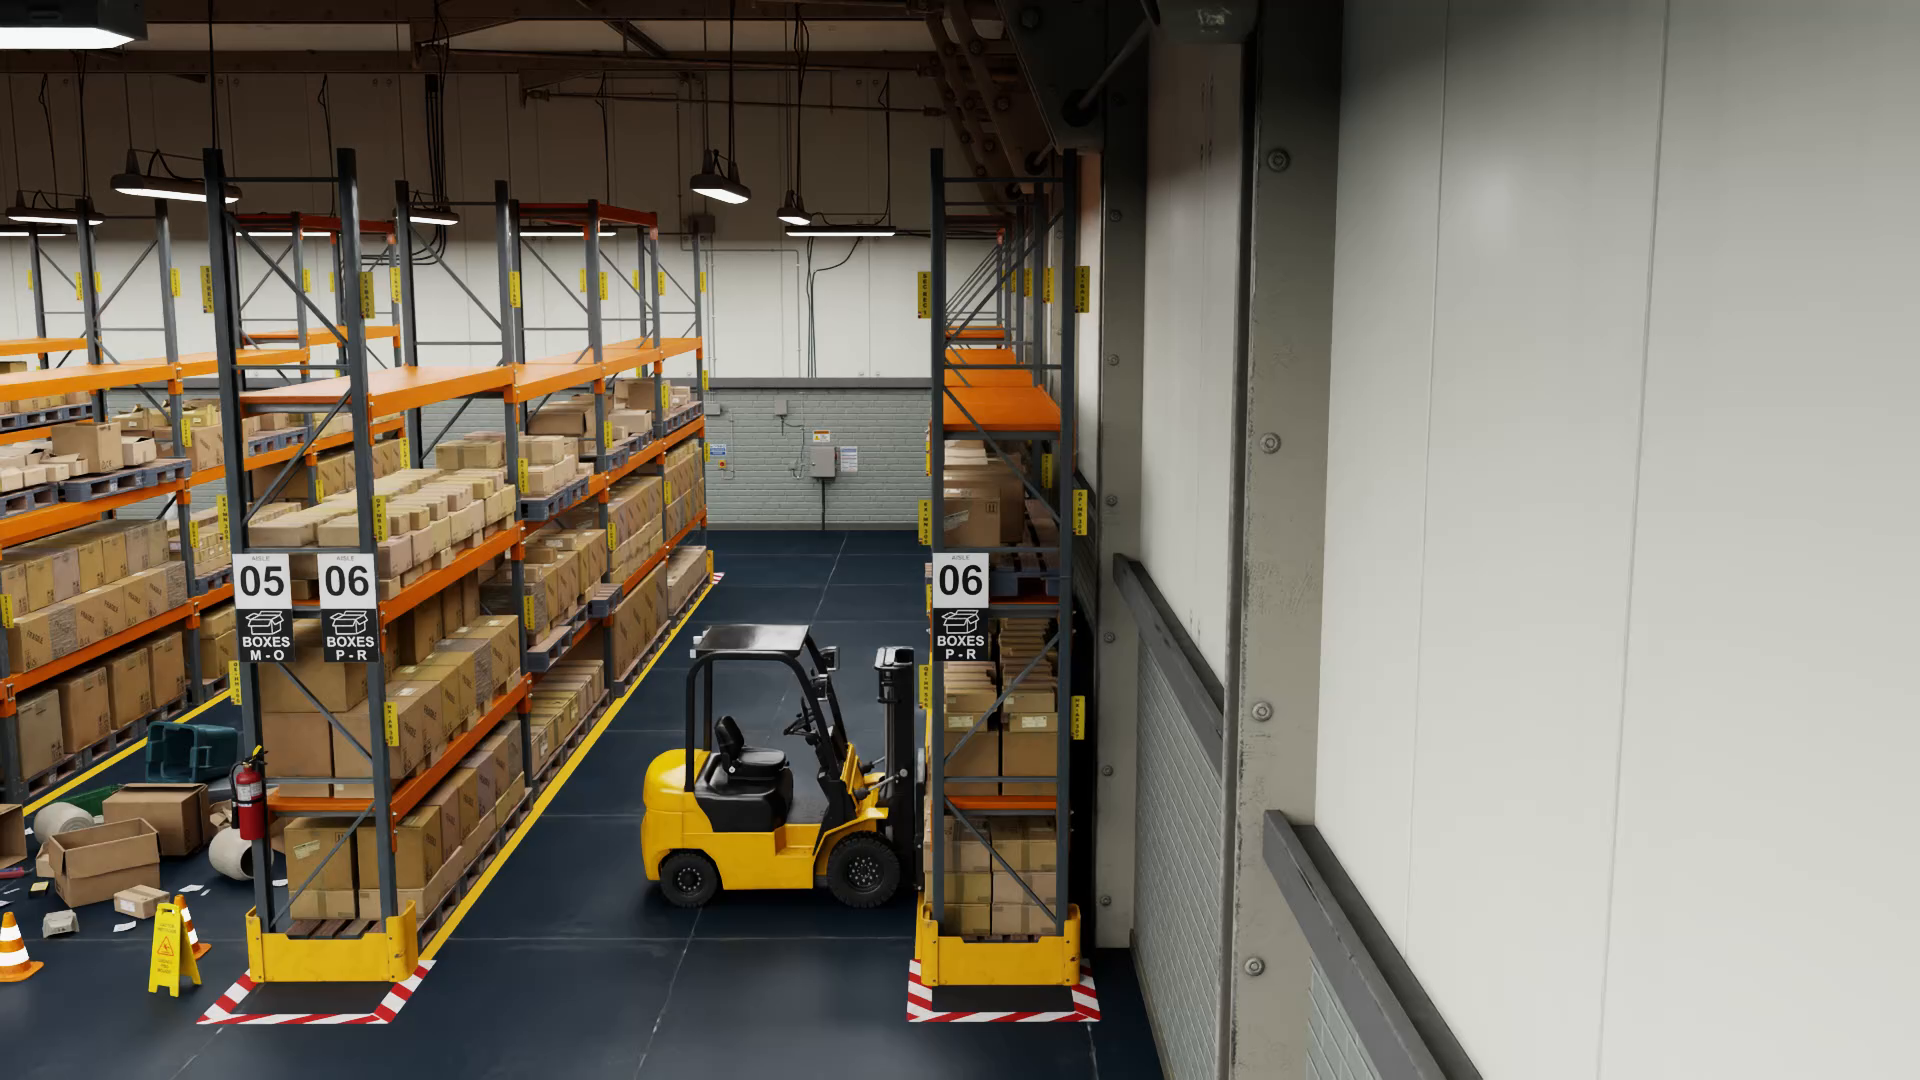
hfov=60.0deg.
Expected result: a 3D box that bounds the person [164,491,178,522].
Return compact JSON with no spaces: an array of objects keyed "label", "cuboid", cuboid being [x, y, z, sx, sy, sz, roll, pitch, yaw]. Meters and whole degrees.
[{"label":"person","cuboid":[-14.675,-0.672,31.070,0.983,1.752,0.545,-2,9,-13]}]
